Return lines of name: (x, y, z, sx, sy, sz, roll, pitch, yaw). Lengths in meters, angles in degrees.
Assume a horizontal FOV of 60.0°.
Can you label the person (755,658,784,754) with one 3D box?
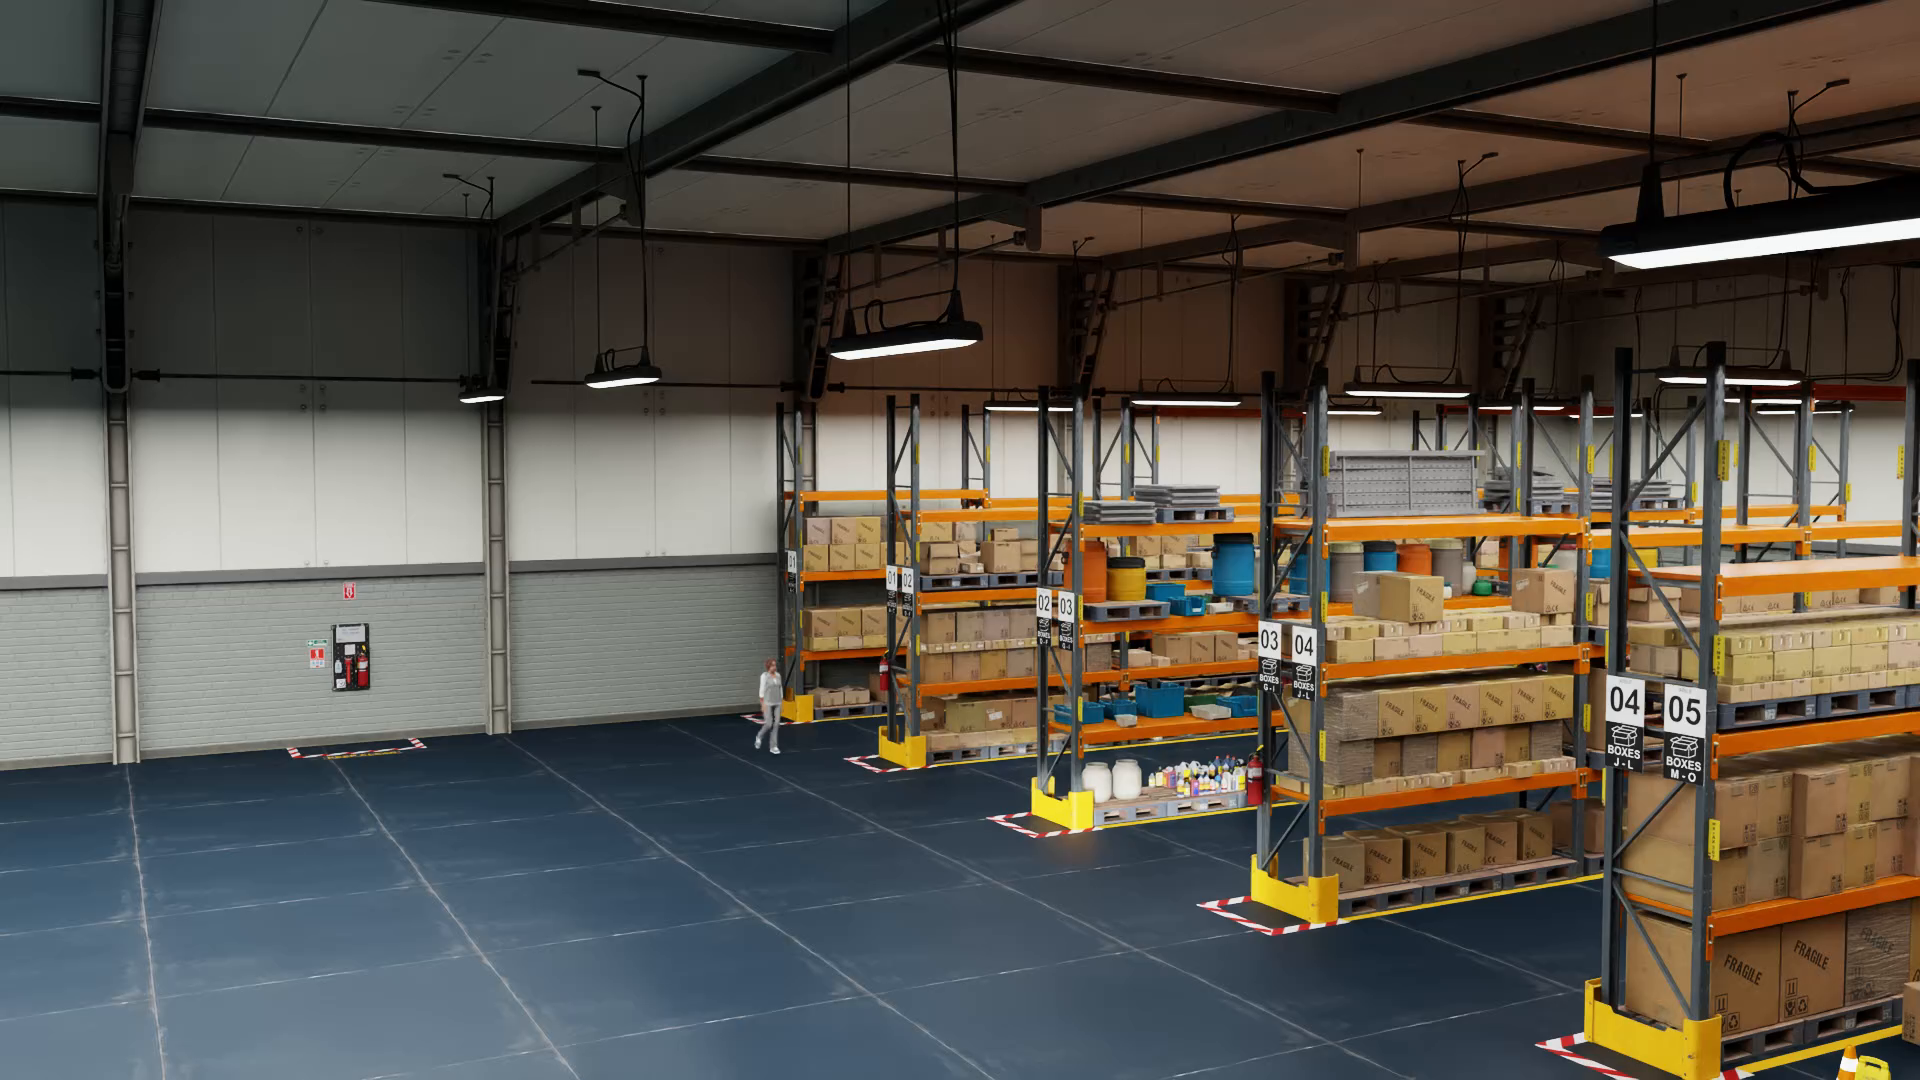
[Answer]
person: (-3.187, 2.773, 27.898, 0.428, 1.596, 0.489, -3, 4, -41)
